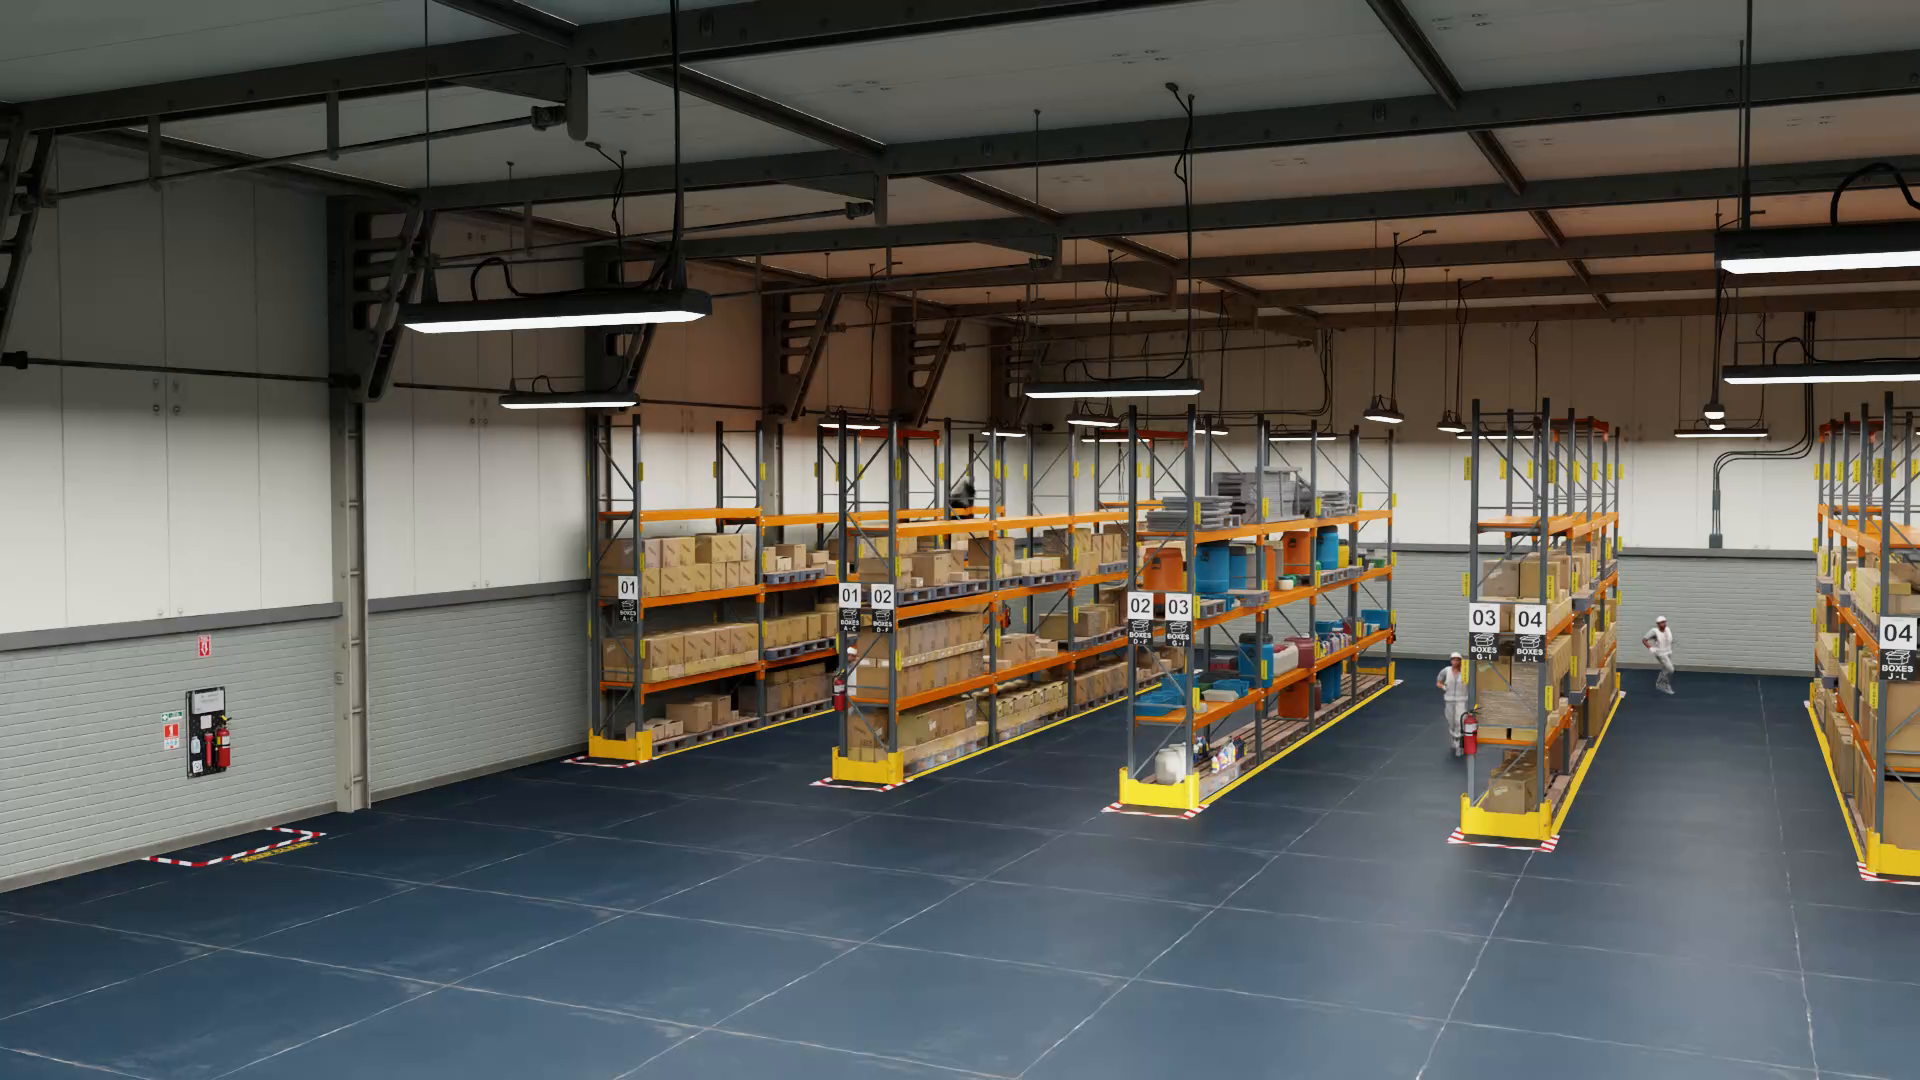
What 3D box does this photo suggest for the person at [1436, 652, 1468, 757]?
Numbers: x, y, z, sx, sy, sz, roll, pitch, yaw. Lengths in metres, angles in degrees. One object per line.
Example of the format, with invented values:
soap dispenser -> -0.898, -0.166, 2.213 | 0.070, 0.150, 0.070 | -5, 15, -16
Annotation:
person -> 8.781, 2.899, 29.518 | 0.633, 1.840, 0.795 | 1, 3, 24

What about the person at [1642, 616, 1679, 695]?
person -> 15.801, 2.601, 37.397 | 0.684, 1.786, 0.700 | -1, 3, -31

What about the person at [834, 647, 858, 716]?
person -> -2.015, 2.876, 30.604 | 0.661, 1.809, 0.822 | 1, 3, 22
